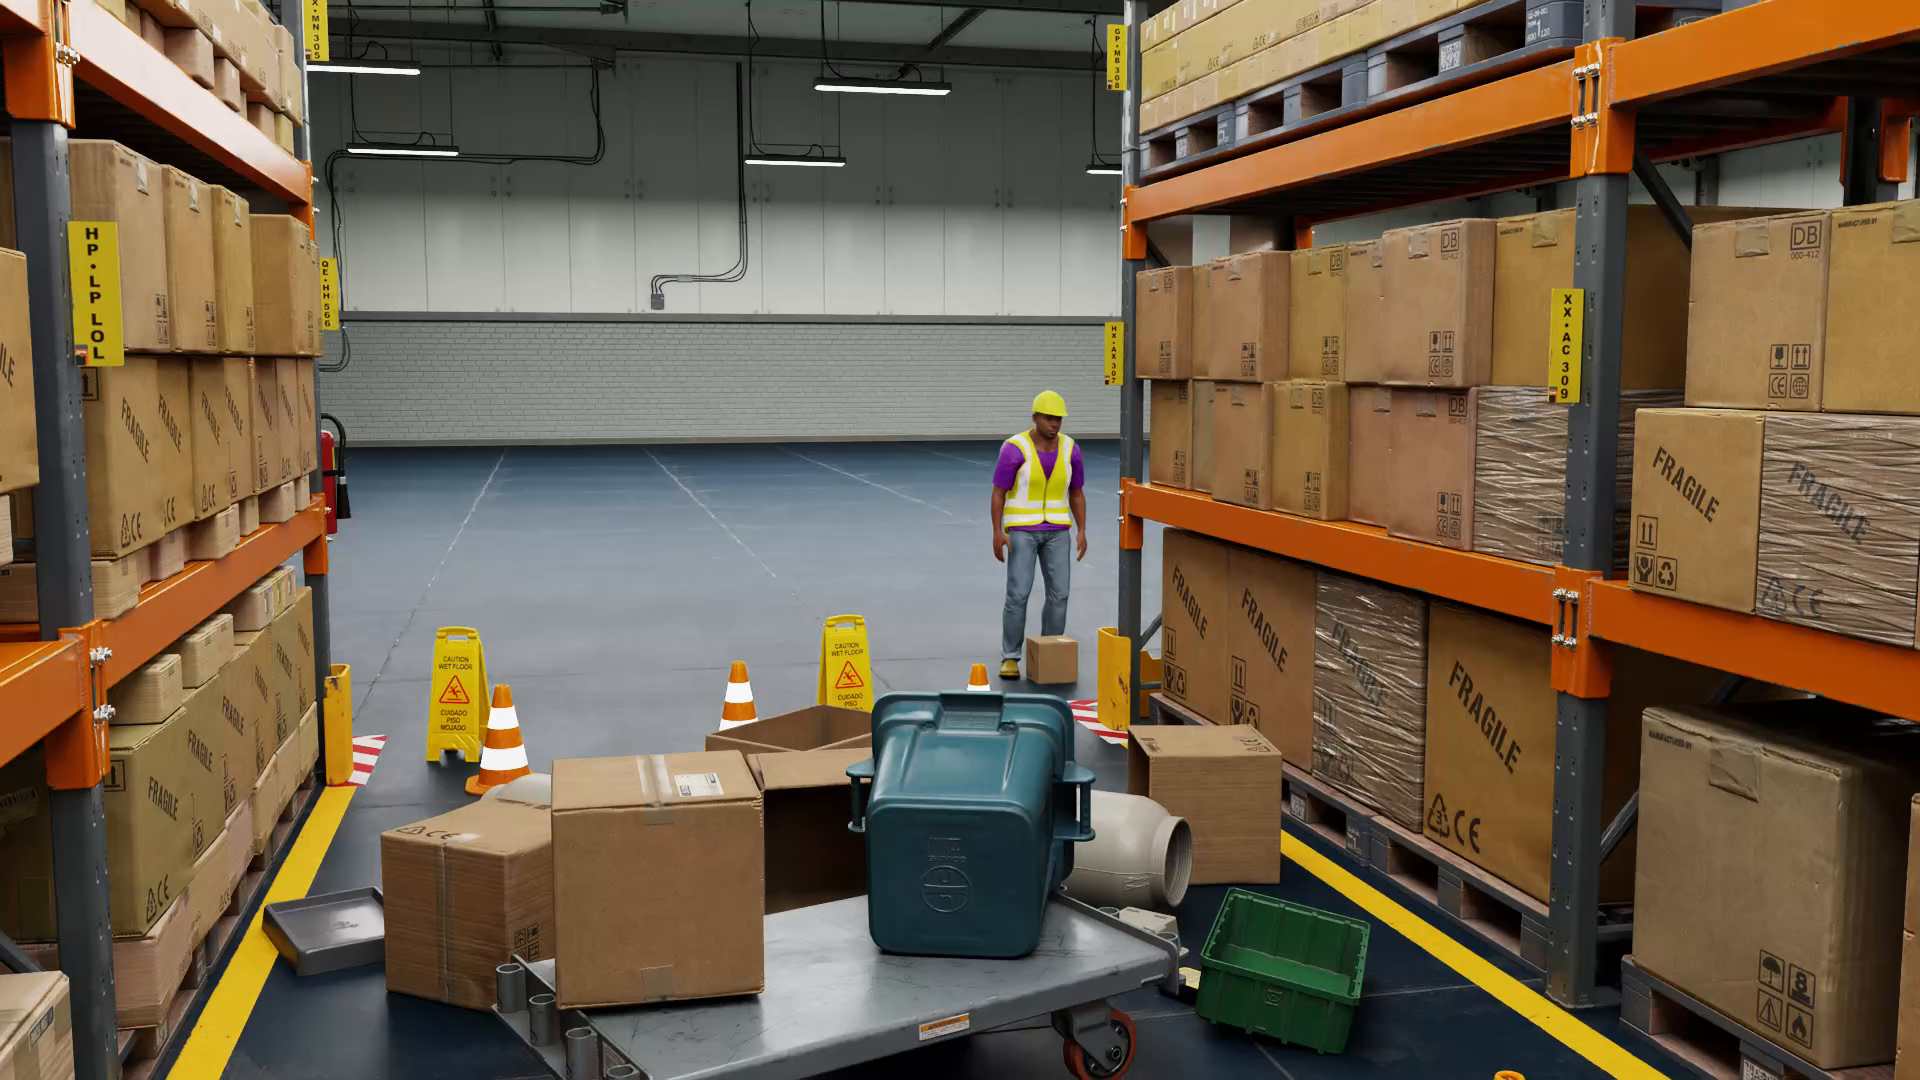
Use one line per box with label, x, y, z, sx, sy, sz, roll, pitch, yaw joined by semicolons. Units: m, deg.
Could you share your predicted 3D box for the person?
person;0.498;-0.043;10.279;0.629;1.759;0.460;-2;6;-17
